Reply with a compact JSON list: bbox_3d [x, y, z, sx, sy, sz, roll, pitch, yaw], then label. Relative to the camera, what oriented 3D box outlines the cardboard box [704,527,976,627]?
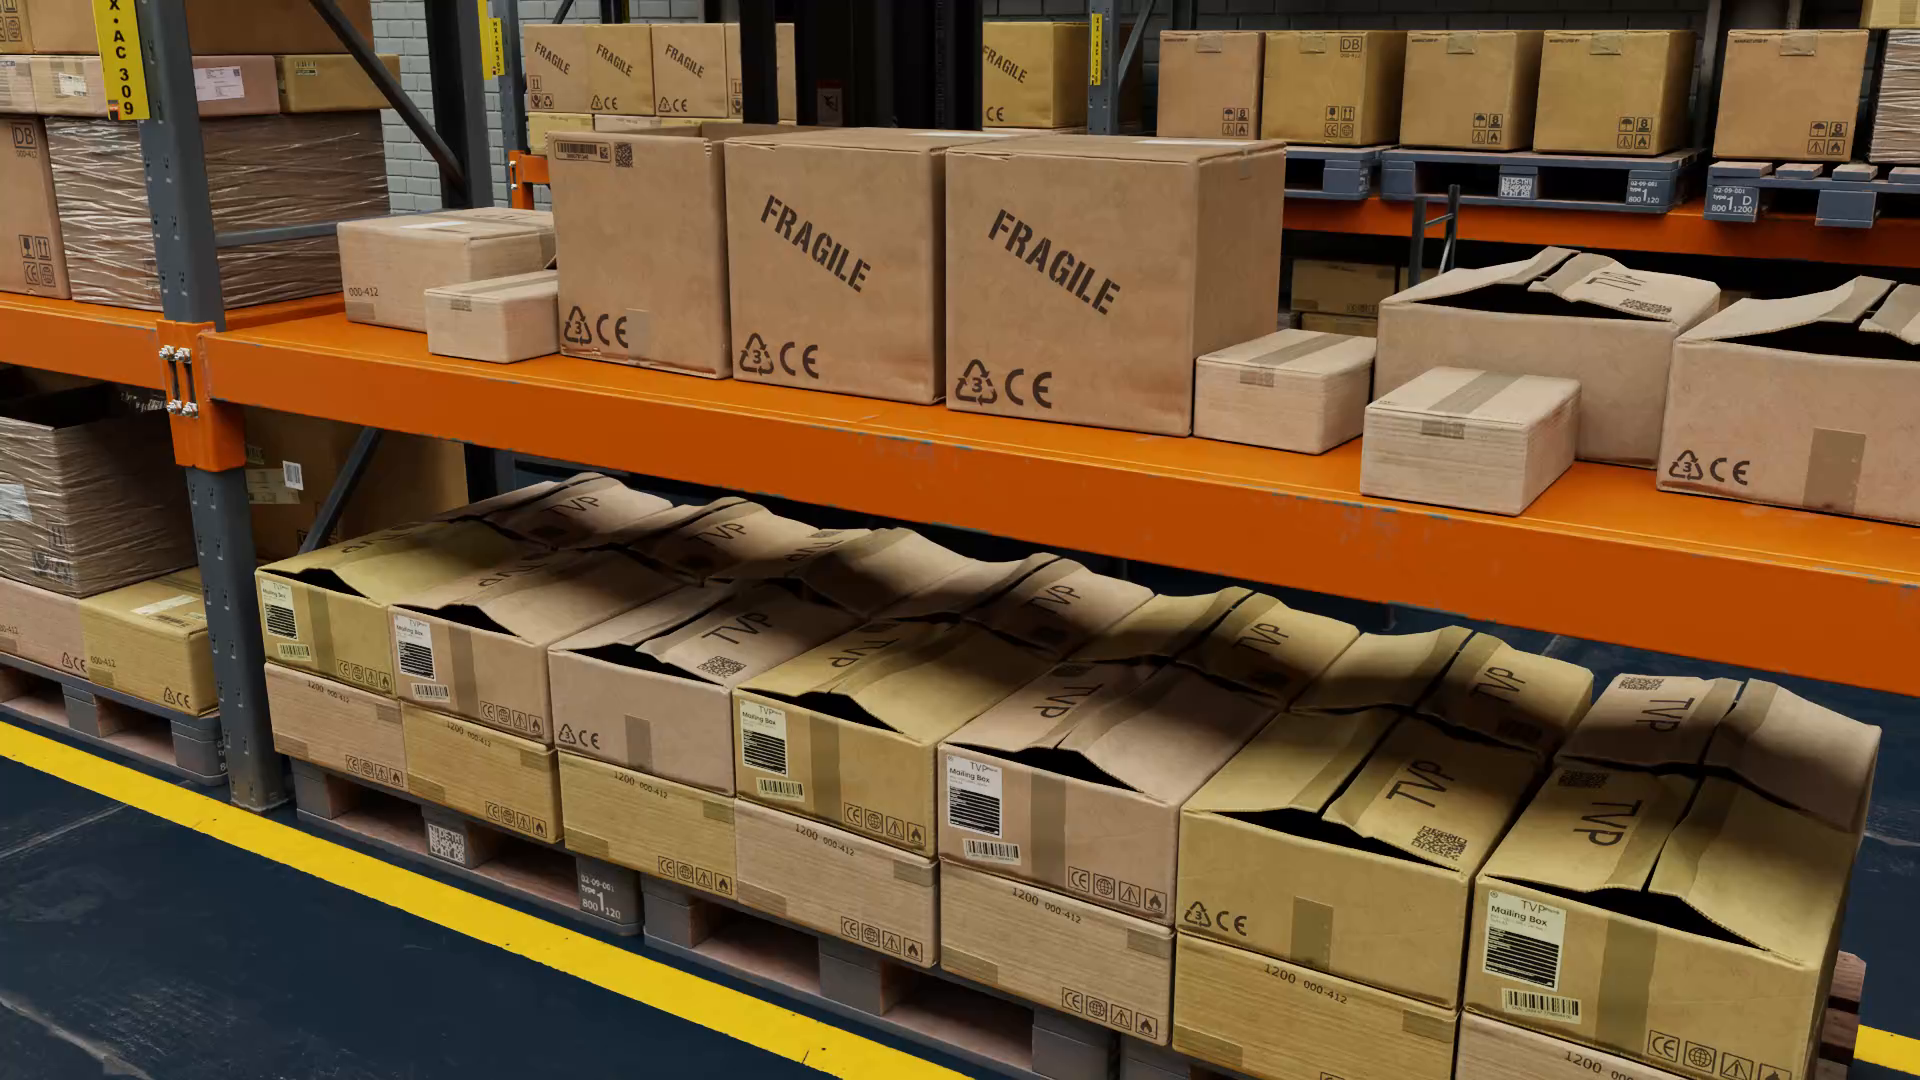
[{"bbox_3d":[-0.296,0.162,4.230,0.500,0.311,0.500,10,20,30],"label":"cardboard box"}]

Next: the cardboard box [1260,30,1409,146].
[{"bbox_3d":[1.816,-2.142,7.844,0.500,0.500,0.700,13,21,36],"label":"cardboard box"}]

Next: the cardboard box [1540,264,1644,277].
[{"bbox_3d":[2.802,-1.097,7.586,0.500,0.250,0.500,10,20,30],"label":"cardboard box"}]

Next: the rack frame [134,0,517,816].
[{"bbox_3d":[-1.661,-0.829,4.450,0.127,3.000,1.000,10,20,30],"label":"rack frame"}]

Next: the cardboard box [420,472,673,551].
[{"bbox_3d":[-1.166,0.008,4.738,0.500,0.311,0.500,10,20,30],"label":"cardboard box"}]

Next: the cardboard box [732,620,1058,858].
[{"bbox_3d":[-0.129,0.375,3.528,0.500,0.311,0.500,11,20,32],"label":"cardboard box"}]

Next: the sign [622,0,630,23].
[{"bbox_3d":[-2.173,-3.505,10.722,0.005,0.325,0.100,10,20,30],"label":"sign"}]

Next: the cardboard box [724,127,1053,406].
[{"bbox_3d":[-0.140,-0.600,3.523,0.500,0.500,0.500,10,20,30],"label":"cardboard box"}]

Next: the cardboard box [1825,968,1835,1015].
[{"bbox_3d":[1.455,0.742,3.287,0.500,0.250,0.500,10,20,30],"label":"cardboard box"}]

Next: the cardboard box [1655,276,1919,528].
[{"bbox_3d":[1.460,-0.244,2.677,0.500,0.311,0.500,12,20,33],"label":"cardboard box"}]

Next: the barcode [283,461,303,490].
[{"bbox_3d":[-1.662,-0.161,4.142,0.075,0.075,0.001,10,20,30],"label":"barcode"}]

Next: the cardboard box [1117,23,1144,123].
[{"bbox_3d":[0.637,-2.476,8.806,0.500,0.500,0.500,10,19,29],"label":"cardboard box"}]

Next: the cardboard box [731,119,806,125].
[{"bbox_3d":[-0.920,-2.218,9.246,0.500,0.250,0.500,10,20,31],"label":"cardboard box"}]

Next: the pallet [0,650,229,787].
[{"bbox_3d":[-2.317,0.374,5.287,1.213,0.211,1.003,10,20,30],"label":"pallet"}]

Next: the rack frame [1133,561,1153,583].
[{"bbox_3d":[0.810,-0.618,6.334,0.032,1.500,0.500,11,20,32],"label":"rack frame"}]

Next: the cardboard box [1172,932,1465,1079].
[{"bbox_3d":[0.730,0.797,3.105,0.500,0.250,0.500,10,19,29],"label":"cardboard box"}]

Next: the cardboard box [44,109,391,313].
[{"bbox_3d":[-2.043,-0.943,4.652,0.500,0.500,0.700,10,19,29],"label":"cardboard box"}]

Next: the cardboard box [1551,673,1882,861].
[{"bbox_3d":[1.455,0.473,3.205,0.500,0.311,0.500,11,20,32],"label":"cardboard box"}]

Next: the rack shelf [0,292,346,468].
[{"bbox_3d":[-3.366,-0.789,5.556,4.000,0.370,1.077,10,20,30],"label":"rack shelf"}]

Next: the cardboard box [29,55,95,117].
[{"bbox_3d":[-2.215,-1.214,4.428,0.250,0.149,0.380,10,19,29],"label":"cardboard box"}]

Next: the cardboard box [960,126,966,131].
[{"bbox_3d":[-0.054,-2.069,8.756,0.500,0.250,0.500,10,20,30],"label":"cardboard box"}]

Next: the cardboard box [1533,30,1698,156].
[{"bbox_3d":[2.857,-1.959,7.242,0.500,0.500,0.700,10,20,30],"label":"cardboard box"}]

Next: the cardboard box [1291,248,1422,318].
[{"bbox_3d":[1.941,-1.256,8.108,0.500,0.250,0.500,10,19,29],"label":"cardboard box"}]

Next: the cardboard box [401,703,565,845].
[{"bbox_3d":[-1.012,0.486,4.127,0.500,0.250,0.500,11,20,31],"label":"cardboard box"}]

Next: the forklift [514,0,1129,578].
[{"bbox_3d":[-0.777,-1.423,6.523,3.031,2.935,1.130,4,17,12],"label":"forklift"}]

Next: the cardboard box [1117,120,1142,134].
[{"bbox_3d":[0.640,-2.119,8.919,0.500,0.250,0.500,10,20,31],"label":"cardboard box"}]

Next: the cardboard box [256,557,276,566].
[{"bbox_3d":[-1.898,0.140,5.268,0.500,0.250,0.500,10,20,30],"label":"cardboard box"}]

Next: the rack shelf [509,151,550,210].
[{"bbox_3d":[-0.776,-2.016,9.596,4.000,0.370,1.077,10,20,30],"label":"rack shelf"}]

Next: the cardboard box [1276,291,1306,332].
[{"bbox_3d":[1.564,-0.963,8.435,0.500,0.500,0.700,11,20,32],"label":"cardboard box"}]

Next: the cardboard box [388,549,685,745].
[{"bbox_3d":[-1.016,0.219,4.042,0.500,0.311,0.500,10,19,29],"label":"cardboard box"}]

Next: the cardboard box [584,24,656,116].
[{"bbox_3d":[-1.815,-2.737,9.664,0.500,0.500,0.500,10,20,30],"label":"cardboard box"}]

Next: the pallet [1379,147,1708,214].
[{"bbox_3d":[2.628,-1.647,7.473,1.213,0.211,1.003,10,20,30],"label":"pallet"}]

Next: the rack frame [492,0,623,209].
[{"bbox_3d":[-2.480,-2.665,10.493,0.127,3.000,1.000,10,20,30],"label":"rack frame"}]

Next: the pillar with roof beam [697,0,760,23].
[{"bbox_3d":[-3.684,-4.577,6.466,0.400,9.000,9.100,10,20,30],"label":"pillar with roof beam"}]

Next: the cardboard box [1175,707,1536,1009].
[{"bbox_3d":[0.726,0.530,3.020,0.500,0.311,0.500,10,19,29],"label":"cardboard box"}]

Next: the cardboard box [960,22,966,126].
[{"bbox_3d":[-0.065,-2.423,8.630,0.500,0.500,0.500,10,20,30],"label":"cardboard box"}]

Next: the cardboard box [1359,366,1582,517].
[{"bbox_3d":[0.836,-0.169,2.708,0.250,0.149,0.380,10,20,30],"label":"cardboard box"}]

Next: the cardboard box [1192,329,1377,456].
[{"bbox_3d":[0.631,-0.280,3.076,0.250,0.149,0.380,12,21,34],"label":"cardboard box"}]

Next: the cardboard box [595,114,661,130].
[{"bbox_3d":[-1.781,-2.374,9.761,0.500,0.250,0.500,9,19,28],"label":"cardboard box"}]

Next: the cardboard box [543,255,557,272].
[{"bbox_3d":[-0.816,-0.676,4.179,0.258,0.266,0.396,10,19,29],"label":"cardboard box"}]

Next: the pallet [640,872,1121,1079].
[{"bbox_3d":[0.031,0.793,3.908,1.213,0.211,1.003,10,20,30],"label":"pallet"}]

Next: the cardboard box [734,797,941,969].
[{"bbox_3d":[-0.137,0.642,3.615,0.500,0.250,0.500,11,20,31],"label":"cardboard box"}]

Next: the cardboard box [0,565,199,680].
[{"bbox_3d":[-2.592,0.191,5.101,0.500,0.250,0.500,10,20,30],"label":"cardboard box"}]

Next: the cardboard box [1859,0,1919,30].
[{"bbox_3d":[3.745,-2.107,6.612,0.250,0.149,0.380,7,18,21],"label":"cardboard box"}]

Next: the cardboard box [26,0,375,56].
[{"bbox_3d":[-2.043,-1.564,4.464,0.500,0.500,0.700,10,20,30],"label":"cardboard box"}]

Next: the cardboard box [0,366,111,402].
[{"bbox_3d":[-3.019,-0.244,5.240,0.500,0.500,0.500,10,20,30],"label":"cardboard box"}]

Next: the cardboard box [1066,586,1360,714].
[{"bbox_3d":[0.569,0.317,3.719,0.500,0.311,0.500,10,19,29],"label":"cardboard box"}]

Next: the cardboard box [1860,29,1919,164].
[{"bbox_3d":[3.931,-1.775,6.636,0.500,0.500,0.700,8,18,24],"label":"cardboard box"}]

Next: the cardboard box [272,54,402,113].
[{"bbox_3d":[-1.789,-1.276,4.633,0.250,0.149,0.380,10,20,30],"label":"cardboard box"}]

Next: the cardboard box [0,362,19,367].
[{"bbox_3d":[-3.172,-0.449,5.916,0.500,0.500,0.500,10,20,30],"label":"cardboard box"}]

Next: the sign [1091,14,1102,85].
[{"bbox_3d":[0.651,-2.335,7.918,0.005,0.325,0.100,10,20,30],"label":"sign"}]

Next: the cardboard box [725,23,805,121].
[{"bbox_3d":[-0.932,-2.581,9.151,0.500,0.500,0.500,11,20,32],"label":"cardboard box"}]

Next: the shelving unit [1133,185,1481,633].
[{"bbox_3d":[1.236,-0.537,6.068,1.048,1.500,0.538,11,20,32],"label":"shelving unit"}]
